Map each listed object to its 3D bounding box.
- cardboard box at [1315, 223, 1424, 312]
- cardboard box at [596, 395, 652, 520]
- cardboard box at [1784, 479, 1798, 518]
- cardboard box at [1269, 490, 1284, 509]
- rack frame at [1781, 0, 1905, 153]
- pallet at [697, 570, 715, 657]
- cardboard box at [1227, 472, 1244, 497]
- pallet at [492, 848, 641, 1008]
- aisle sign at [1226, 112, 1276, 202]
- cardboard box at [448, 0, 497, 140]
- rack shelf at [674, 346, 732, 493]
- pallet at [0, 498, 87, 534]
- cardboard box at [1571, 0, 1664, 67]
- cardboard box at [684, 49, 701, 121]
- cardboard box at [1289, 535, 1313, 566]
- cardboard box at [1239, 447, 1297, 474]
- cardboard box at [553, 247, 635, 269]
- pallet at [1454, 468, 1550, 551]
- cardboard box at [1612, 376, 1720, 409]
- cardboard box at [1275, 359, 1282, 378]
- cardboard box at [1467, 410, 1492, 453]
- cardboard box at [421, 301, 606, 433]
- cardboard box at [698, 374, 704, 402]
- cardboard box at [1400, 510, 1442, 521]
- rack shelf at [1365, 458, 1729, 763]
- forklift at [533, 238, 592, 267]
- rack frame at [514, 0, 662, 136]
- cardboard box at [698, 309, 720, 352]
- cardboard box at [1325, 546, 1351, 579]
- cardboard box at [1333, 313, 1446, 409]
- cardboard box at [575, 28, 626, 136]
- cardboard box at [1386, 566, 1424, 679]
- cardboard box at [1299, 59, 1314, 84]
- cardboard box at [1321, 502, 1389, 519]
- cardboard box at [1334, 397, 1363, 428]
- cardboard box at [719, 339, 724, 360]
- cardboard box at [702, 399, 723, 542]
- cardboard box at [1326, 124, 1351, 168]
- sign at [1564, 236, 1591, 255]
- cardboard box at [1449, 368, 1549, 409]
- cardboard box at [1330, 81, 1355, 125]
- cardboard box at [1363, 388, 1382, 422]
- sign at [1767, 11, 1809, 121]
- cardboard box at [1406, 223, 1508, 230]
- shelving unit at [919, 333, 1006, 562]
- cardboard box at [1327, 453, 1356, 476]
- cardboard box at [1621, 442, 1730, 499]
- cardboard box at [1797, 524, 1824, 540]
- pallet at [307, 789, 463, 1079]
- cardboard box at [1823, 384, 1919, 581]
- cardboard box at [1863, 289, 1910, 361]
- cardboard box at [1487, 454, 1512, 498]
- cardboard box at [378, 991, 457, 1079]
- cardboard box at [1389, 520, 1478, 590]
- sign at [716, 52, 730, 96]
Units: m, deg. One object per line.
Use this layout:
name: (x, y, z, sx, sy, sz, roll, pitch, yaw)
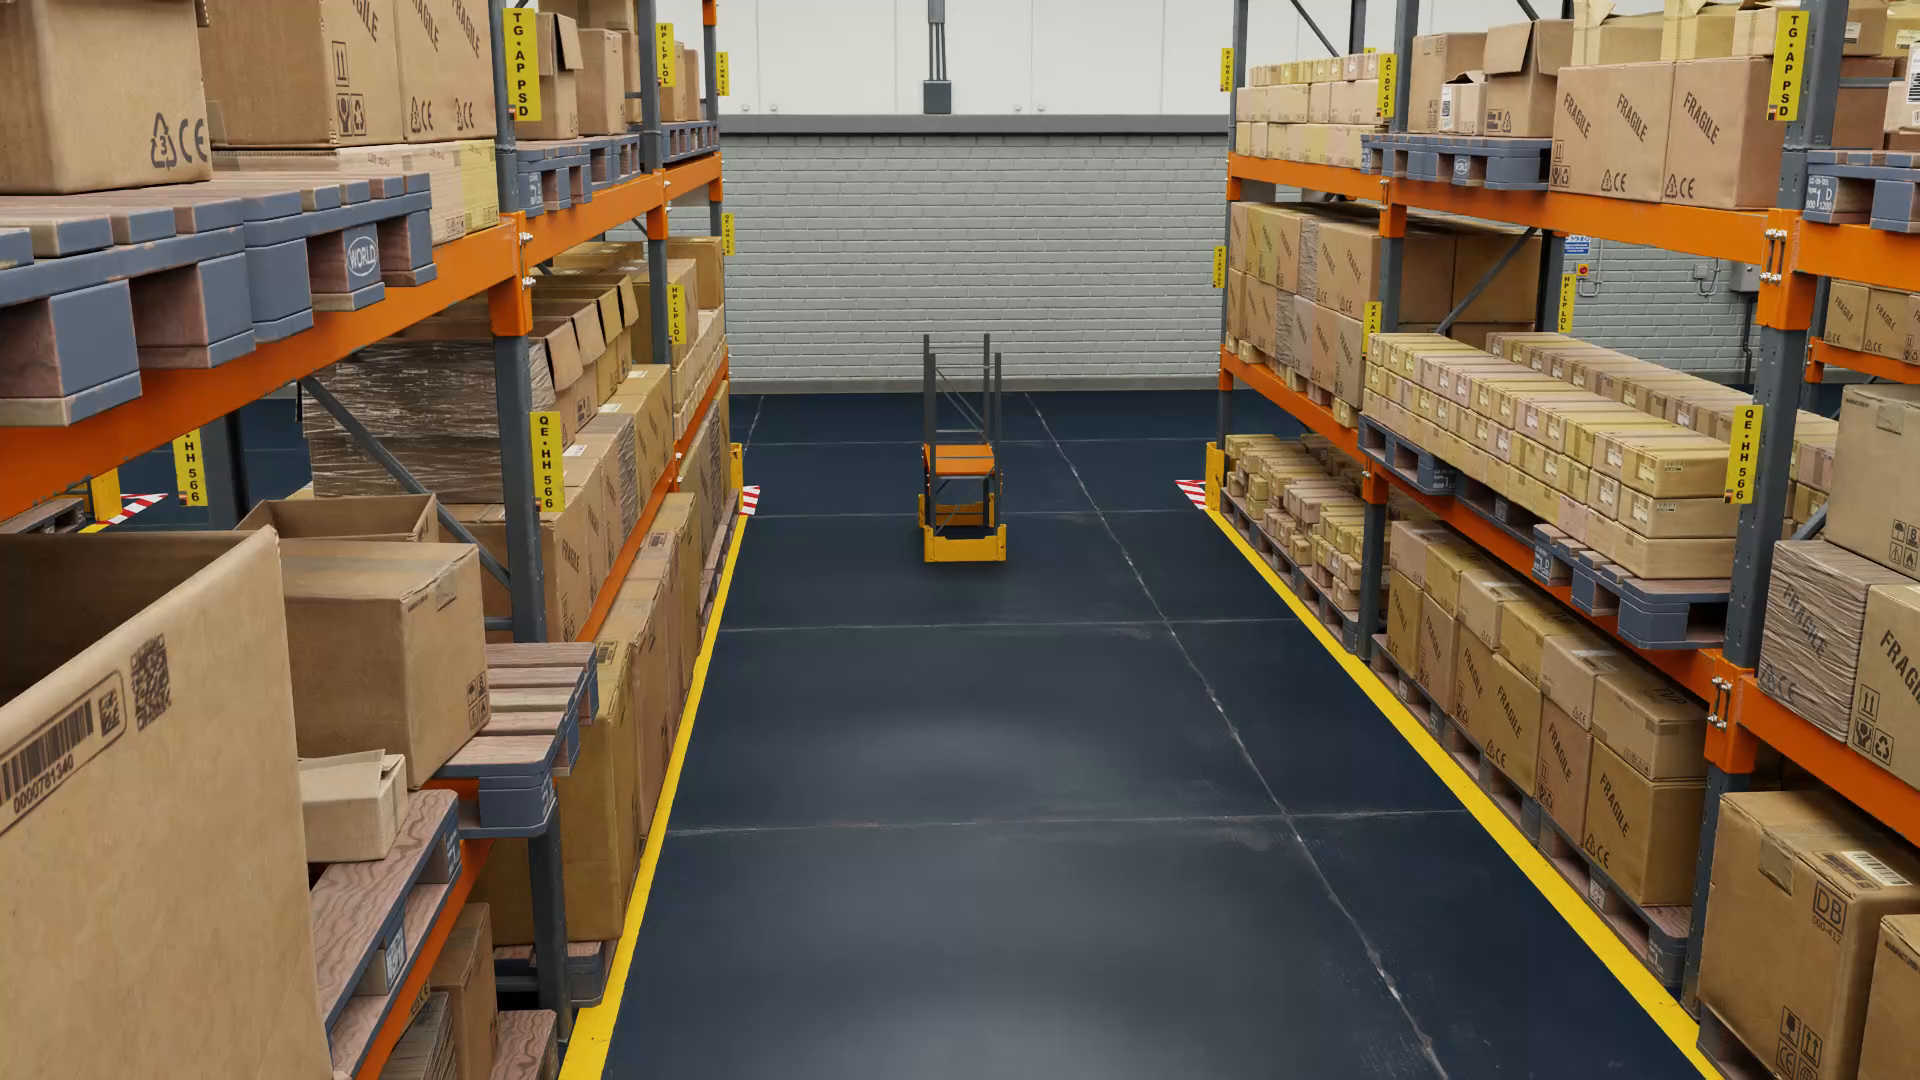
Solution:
cardboard box: (2.514, -1.679, 10.226, 0.500, 0.500, 0.500, -1, 14, -5)
cardboard box: (-1.742, -0.392, 7.831, 0.500, 0.500, 0.500, -1, 14, -4)
cardboard box: (3.250, -0.182, 6.280, 0.380, 0.149, 0.250, 0, 14, -1)
cardboard box: (2.461, -0.329, 12.068, 0.380, 0.149, 0.250, -2, 15, -6)
rack frame: (3.098, -2.671, 4.849, 1.000, 3.000, 0.127, -1, 14, -3)
pallet: (-2.076, 0.451, 10.350, 1.003, 0.211, 1.213, -1, 14, -3)
cardboard box: (2.315, -0.443, 13.106, 0.380, 0.149, 0.250, -1, 14, -2)
pallet: (-1.832, 1.439, 6.510, 1.003, 0.211, 1.213, -1, 14, -3)
aisle sign: (2.298, -3.028, 13.058, 0.394, 0.787, 0.004, -1, 14, -3)
cardboard box: (-1.580, -1.343, 4.502, 0.500, 0.500, 0.500, -1, 14, -2)
rack shelf: (-2.230, -0.858, 11.286, 1.077, 0.370, 4.000, -1, 14, -3)
pallet: (-7.285, -0.071, 12.380, 1.003, 0.211, 1.213, -1, 14, -3)
cardboard box: (2.713, -2.054, 6.732, 0.396, 0.266, 0.258, -1, 14, -3)
cardboard box: (-2.269, -3.328, 12.179, 0.700, 0.500, 0.500, -2, 15, -7)
cardboard box: (2.422, 0.067, 11.125, 0.380, 0.149, 0.250, -1, 14, -4)
cardboard box: (2.321, -0.599, 12.521, 0.380, 0.149, 0.250, -1, 14, -4)
cardboard box: (-2.525, -1.762, 11.553, 0.500, 0.500, 0.500, -1, 14, -5)
pallet: (2.934, -0.165, 7.531, 1.003, 0.211, 1.213, -1, 14, -3)
cardboard box: (3.168, -0.642, 7.471, 0.380, 0.149, 0.250, -1, 14, -4)
cardboard box: (2.448, -1.226, 11.775, 0.380, 0.149, 0.250, -1, 14, -5)
cardboard box: (2.514, -0.492, 7.485, 0.380, 0.149, 0.250, -1, 14, -5)
cardboard box: (-1.974, -0.759, 7.244, 0.797, 0.503, 0.637, 0, 14, -2)
cardboard box: (-1.874, -0.989, 10.853, 0.380, 0.149, 0.250, -1, 14, -3)
cardboard box: (3.013, -0.092, 10.548, 0.380, 0.149, 0.250, -1, 14, -4)
rack shelf: (2.974, 0.085, 7.619, 1.077, 0.370, 4.000, -1, 14, -3)
forklift: (-3.899, -1.961, 14.267, 3.031, 2.935, 1.130, -12, 19, -40)
rack frame: (-2.107, -3.615, 8.515, 1.000, 3.000, 0.127, -1, 14, -3)
cardboard box: (-2.029, -1.533, 12.168, 0.500, 0.250, 0.500, -1, 14, -4)
cardboard box: (2.484, 0.132, 10.275, 0.380, 0.149, 0.250, -2, 15, -6)
cardboard box: (2.538, -1.069, 9.864, 0.500, 0.500, 0.500, -1, 14, -3)
cardboard box: (-2.061, -2.270, 8.264, 0.700, 0.500, 0.500, -1, 14, -2)
cardboard box: (2.631, 0.434, 8.992, 0.500, 0.500, 0.500, 0, 14, -1)
cardboard box: (2.416, -3.033, 10.774, 0.380, 0.149, 0.250, -1, 14, -4)
cardboard box: (2.552, -0.146, 10.760, 0.380, 0.149, 0.250, 0, 14, -2)
cardboard box: (2.474, -0.769, 9.998, 0.380, 0.149, 0.250, -1, 14, -5)
cardboard box: (-1.986, -1.434, 12.585, 0.380, 0.149, 0.250, -1, 14, -3)
cardboard box: (-2.179, -0.494, 11.848, 0.875, 0.875, 0.875, -1, 14, -3)
cardboard box: (2.531, -2.383, 10.049, 0.500, 0.250, 0.500, -1, 14, -4)
sign: (7.112, -3.404, 19.195, 0.327, 0.218, 0.001, -1, 14, -3)
cardboard box: (2.497, -0.704, 7.709, 0.380, 0.149, 0.250, 0, 14, -1)
cardboard box: (2.547, -2.623, 9.980, 0.500, 0.250, 0.500, -1, 15, -6)
cardboard box: (2.415, -0.737, 9.033, 0.380, 0.149, 0.250, -2, 15, -6)
sign: (2.556, -1.461, 5.127, 0.100, 0.325, 0.005, -1, 14, -3)
cardboard box: (3.018, -1.682, 10.239, 0.500, 0.500, 0.500, -1, 14, -5)
shelving unit: (0.005, -0.707, 12.266, 0.587, 1.500, 1.083, -1, 14, -3)
cardboard box: (2.942, -0.547, 12.318, 0.380, 0.149, 0.250, -1, 15, -6)
cardboard box: (2.610, -0.250, 5.947, 0.380, 0.149, 0.250, -1, 15, -6)
cardboard box: (3.272, 0.038, 6.020, 0.380, 0.149, 0.250, -1, 14, -4)
pallet: (-1.695, 0.870, 3.509, 1.003, 0.211, 1.213, -1, 14, -3)
cardboard box: (3.116, -0.187, 5.025, 0.700, 0.500, 0.500, -1, 14, -4)
cardboard box: (7.339, -1.656, 12.743, 0.500, 0.500, 0.500, -1, 14, -4)
cardboard box: (2.534, -0.282, 7.265, 0.380, 0.149, 0.250, 0, 14, -2)
cardboard box: (-1.750, 1.587, 4.471, 0.700, 0.500, 0.500, -2, 15, -8)
cardboard box: (2.632, 0.071, 8.898, 0.500, 0.250, 0.500, -2, 15, -6)
sign: (-1.812, -3.552, 12.674, 0.100, 0.325, 0.005, -1, 14, -3)
